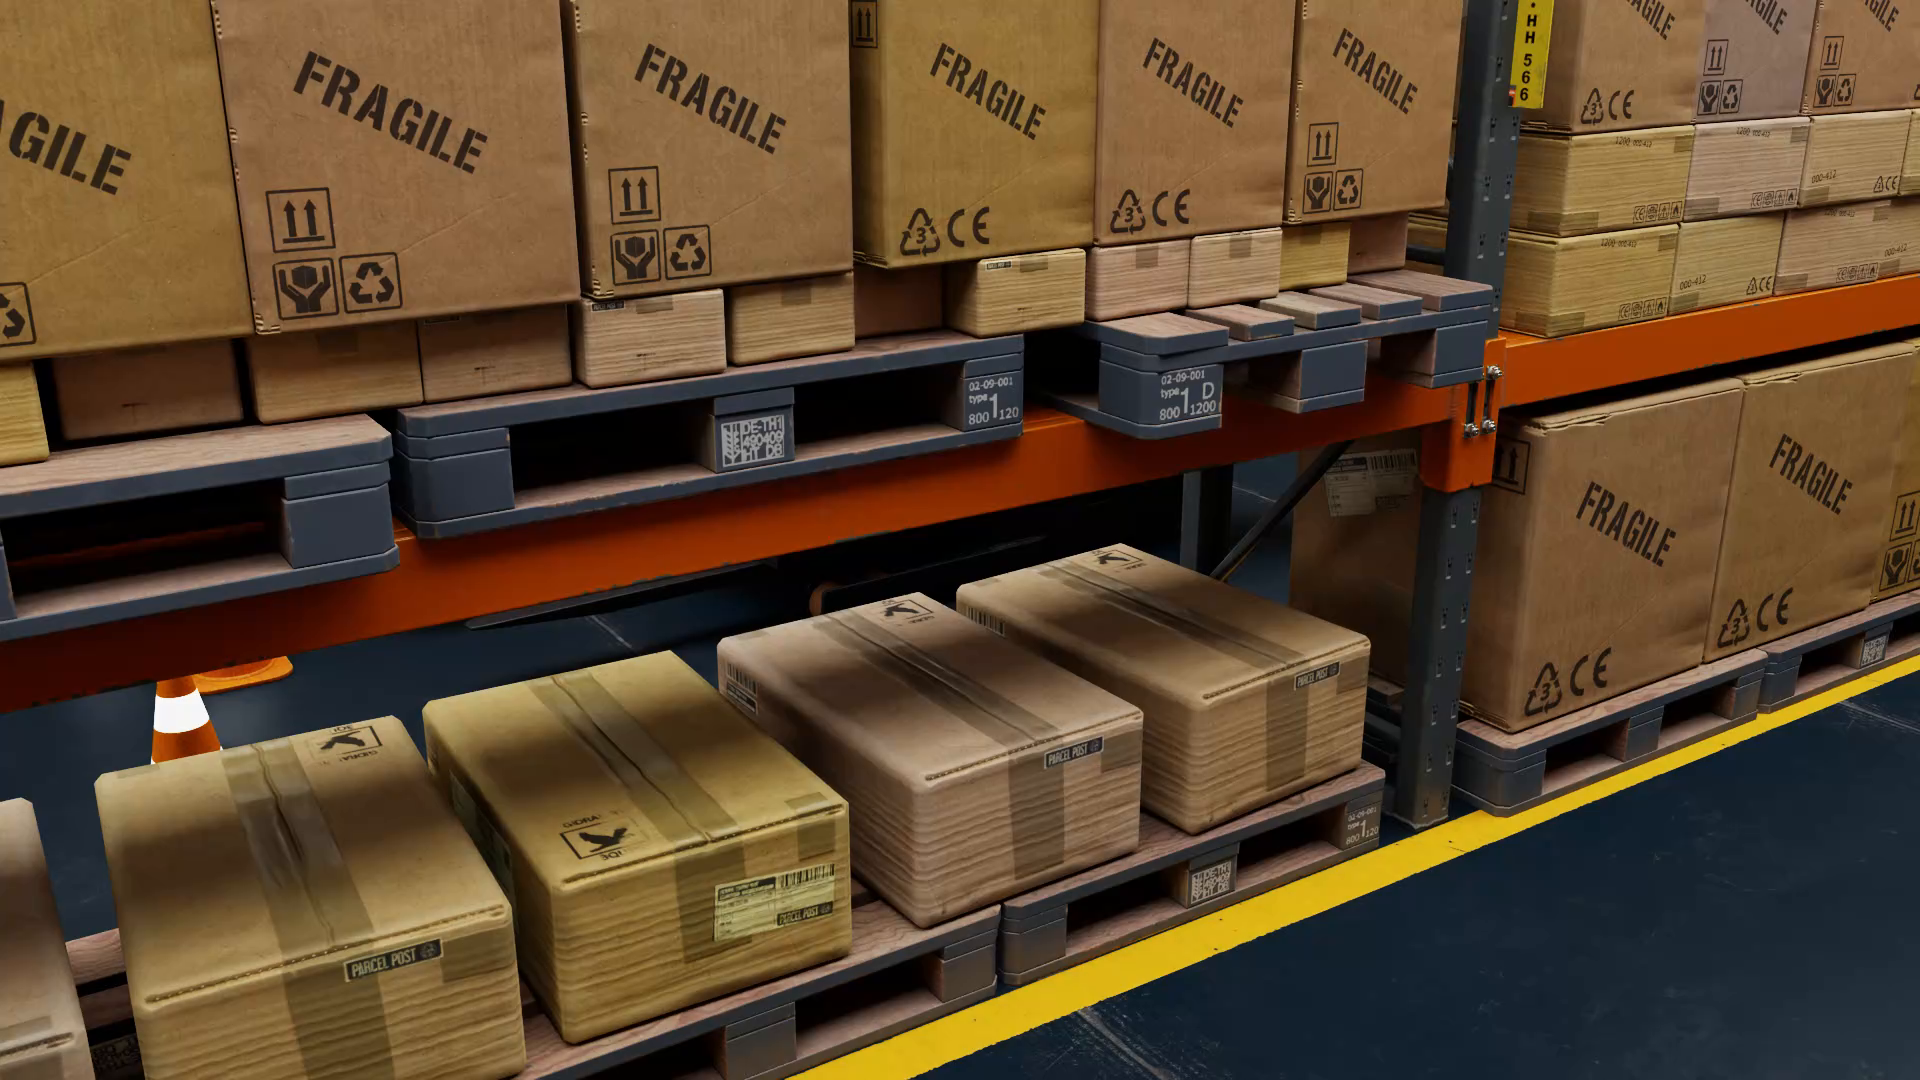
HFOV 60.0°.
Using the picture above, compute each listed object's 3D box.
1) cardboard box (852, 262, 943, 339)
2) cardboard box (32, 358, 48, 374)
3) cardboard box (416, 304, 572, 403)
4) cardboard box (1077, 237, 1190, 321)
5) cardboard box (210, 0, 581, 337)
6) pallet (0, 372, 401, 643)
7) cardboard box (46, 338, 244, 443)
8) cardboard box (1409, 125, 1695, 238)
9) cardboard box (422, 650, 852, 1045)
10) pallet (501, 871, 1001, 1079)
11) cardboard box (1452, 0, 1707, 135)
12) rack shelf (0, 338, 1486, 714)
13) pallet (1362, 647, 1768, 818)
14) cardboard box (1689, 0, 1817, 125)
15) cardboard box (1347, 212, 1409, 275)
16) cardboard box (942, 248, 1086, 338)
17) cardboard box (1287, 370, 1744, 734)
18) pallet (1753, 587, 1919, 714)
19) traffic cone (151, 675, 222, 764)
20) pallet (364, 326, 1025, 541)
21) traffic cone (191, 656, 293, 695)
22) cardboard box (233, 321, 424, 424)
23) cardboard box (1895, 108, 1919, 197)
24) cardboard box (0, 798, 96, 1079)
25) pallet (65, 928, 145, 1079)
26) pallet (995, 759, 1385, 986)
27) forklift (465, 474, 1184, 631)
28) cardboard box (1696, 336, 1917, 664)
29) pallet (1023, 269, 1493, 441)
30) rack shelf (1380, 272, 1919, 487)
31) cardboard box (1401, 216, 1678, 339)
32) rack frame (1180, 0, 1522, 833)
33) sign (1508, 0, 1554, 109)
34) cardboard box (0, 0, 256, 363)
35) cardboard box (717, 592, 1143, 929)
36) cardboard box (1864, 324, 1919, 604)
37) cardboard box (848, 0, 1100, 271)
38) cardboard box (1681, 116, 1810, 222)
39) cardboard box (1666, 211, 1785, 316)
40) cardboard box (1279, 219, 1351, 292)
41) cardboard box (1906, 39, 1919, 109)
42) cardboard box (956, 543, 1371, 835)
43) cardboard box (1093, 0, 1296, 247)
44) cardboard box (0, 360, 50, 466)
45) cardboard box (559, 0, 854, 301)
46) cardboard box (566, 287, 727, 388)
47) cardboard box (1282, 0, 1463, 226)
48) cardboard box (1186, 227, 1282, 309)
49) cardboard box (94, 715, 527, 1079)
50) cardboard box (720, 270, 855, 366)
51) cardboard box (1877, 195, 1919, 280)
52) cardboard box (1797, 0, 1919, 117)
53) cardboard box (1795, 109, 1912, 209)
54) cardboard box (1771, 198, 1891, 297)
[{"bbox_3d":[-0.237,-0.515,3.321,0.250,0.149,0.380,-12,22,-31],"label":"cardboard box"},{"bbox_3d":[-1.644,-0.420,3.040,0.250,0.149,0.380,-12,22,-32],"label":"cardboard box"},{"bbox_3d":[-0.859,-0.361,2.865,0.250,0.149,0.380,-12,22,-31],"label":"cardboard box"},{"bbox_3d":[0.264,-0.578,3.506,0.250,0.149,0.380,-13,23,-34],"label":"cardboard box"},{"bbox_3d":[-0.960,-0.644,2.689,0.500,0.500,0.500,-12,22,-32],"label":"cardboard box"},{"bbox_3d":[-1.629,-0.084,2.609,1.213,0.211,1.003,-12,22,-31],"label":"pallet"},{"bbox_3d":[-1.304,-0.284,2.637,0.250,0.149,0.380,-10,21,-28],"label":"cardboard box"},{"bbox_3d":[1.552,-0.973,4.391,0.500,0.250,0.500,-12,22,-32],"label":"cardboard box"},{"bbox_3d":[-0.733,0.623,3.665,0.625,0.372,0.950,-11,22,-30],"label":"cardboard box"},{"bbox_3d":[-0.678,0.888,3.788,1.213,0.211,1.003,-12,22,-31],"label":"pallet"},{"bbox_3d":[1.540,-1.326,4.266,0.500,0.500,0.500,-13,22,-33],"label":"cardboard box"},{"bbox_3d":[-0.677,-0.090,3.452,4.000,0.370,1.077,-12,22,-31],"label":"rack shelf"},{"bbox_3d":[1.693,0.419,5.177,1.213,0.211,1.003,-12,22,-31],"label":"pallet"},{"bbox_3d":[1.949,-1.416,4.532,0.500,0.500,0.500,-12,22,-31],"label":"cardboard box"},{"bbox_3d":[0.849,-0.743,3.995,0.250,0.149,0.380,-11,22,-29],"label":"cardboard box"},{"bbox_3d":[0.042,-0.525,3.352,0.250,0.149,0.380,-11,22,-30],"label":"cardboard box"},{"bbox_3d":[1.616,-0.075,4.946,0.875,0.875,0.875,-12,22,-32],"label":"cardboard box"},{"bbox_3d":[2.711,0.205,5.808,1.213,0.211,1.003,-12,22,-31],"label":"pallet"},{"bbox_3d":[-2.082,0.530,4.455,0.334,0.463,0.336,-12,22,-31],"label":"traffic cone"},{"bbox_3d":[-0.638,-0.333,3.346,1.213,0.211,1.003,-12,22,-31],"label":"pallet"},{"bbox_3d":[-2.390,0.211,5.397,0.334,0.463,0.336,-12,22,-31],"label":"traffic cone"},{"bbox_3d":[-1.066,-0.318,2.738,0.250,0.149,0.380,-12,22,-31],"label":"cardboard box"},{"bbox_3d":[2.838,-1.234,5.164,0.500,0.250,0.500,-11,22,-30],"label":"cardboard box"},{"bbox_3d":[-1.911,0.874,2.924,0.625,0.372,0.950,-12,22,-31],"label":"cardboard box"},{"bbox_3d":[-1.698,1.104,3.148,1.213,0.211,1.003,-12,22,-31],"label":"pallet"},{"bbox_3d":[0.340,0.675,4.419,1.213,0.211,1.003,-12,22,-31],"label":"pallet"},{"bbox_3d":[-0.509,-1.270,5.924,3.031,2.935,1.130,-13,23,-34],"label":"forklift"},{"bbox_3d":[2.363,-0.231,5.407,0.875,0.875,0.875,-12,22,-31],"label":"cardboard box"},{"bbox_3d":[0.457,-0.539,3.954,1.003,0.211,1.213,-12,22,-31],"label":"pallet"},{"bbox_3d":[2.664,-0.795,5.536,4.000,0.370,1.077,-12,22,-31],"label":"rack shelf"},{"bbox_3d":[1.540,-0.731,4.459,0.500,0.250,0.500,-12,22,-32],"label":"cardboard box"},{"bbox_3d":[0.993,-0.784,4.379,0.127,3.000,1.000,-12,22,-31],"label":"rack frame"},{"bbox_3d":[1.300,-1.151,3.782,0.005,0.325,0.100,-12,22,-31],"label":"sign"},{"bbox_3d":[-1.380,-0.560,2.443,0.500,0.500,0.500,-12,22,-31],"label":"cardboard box"},{"bbox_3d":[-0.096,0.491,4.055,0.625,0.372,0.950,-12,22,-32],"label":"cardboard box"},{"bbox_3d":[3.110,-0.389,5.873,0.875,0.875,0.875,-11,22,-30],"label":"cardboard box"},{"bbox_3d":[-0.080,-0.833,3.249,0.500,0.500,0.500,-14,23,-35],"label":"cardboard box"},{"bbox_3d":[1.984,-1.063,4.660,0.500,0.250,0.500,-11,22,-30],"label":"cardboard box"},{"bbox_3d":[1.959,-0.827,4.740,0.500,0.250,0.500,-13,22,-33],"label":"cardboard box"},{"bbox_3d":[0.665,-0.676,3.798,0.250,0.149,0.380,-12,22,-31],"label":"cardboard box"},{"bbox_3d":[2.812,-1.591,5.050,0.500,0.500,0.500,-12,22,-31],"label":"cardboard box"},{"bbox_3d":[0.516,0.359,4.446,0.625,0.372,0.950,-14,23,-35],"label":"cardboard box"},{"bbox_3d":[0.341,-0.922,3.513,0.500,0.500,0.500,-12,22,-32],"label":"cardboard box"},{"bbox_3d":[-1.499,-0.213,2.429,0.250,0.149,0.380,-11,22,-30],"label":"cardboard box"},{"bbox_3d":[-0.537,-0.737,2.966,0.500,0.500,0.500,-13,23,-34],"label":"cardboard box"},{"bbox_3d":[-0.608,-0.394,2.963,0.250,0.149,0.380,-11,22,-29],"label":"cardboard box"},{"bbox_3d":[0.766,-1.016,3.791,0.500,0.500,0.500,-13,22,-33],"label":"cardboard box"},{"bbox_3d":[0.479,-0.620,3.631,0.250,0.149,0.380,-12,22,-32],"label":"cardboard box"},{"bbox_3d":[-1.312,0.746,3.301,0.625,0.372,0.950,-10,21,-28],"label":"cardboard box"},{"bbox_3d":[-0.402,-0.449,3.125,0.250,0.149,0.380,-13,22,-33],"label":"cardboard box"},{"bbox_3d":[2.811,-1.005,5.269,0.500,0.250,0.500,-12,22,-31],"label":"cardboard box"},{"bbox_3d":[2.389,-1.503,4.790,0.500,0.500,0.500,-11,22,-30],"label":"cardboard box"},{"bbox_3d":[2.408,-1.148,4.910,0.500,0.250,0.500,-12,22,-32],"label":"cardboard box"},{"bbox_3d":[2.401,-0.917,5.009,0.500,0.250,0.500,-11,22,-30],"label":"cardboard box"}]
